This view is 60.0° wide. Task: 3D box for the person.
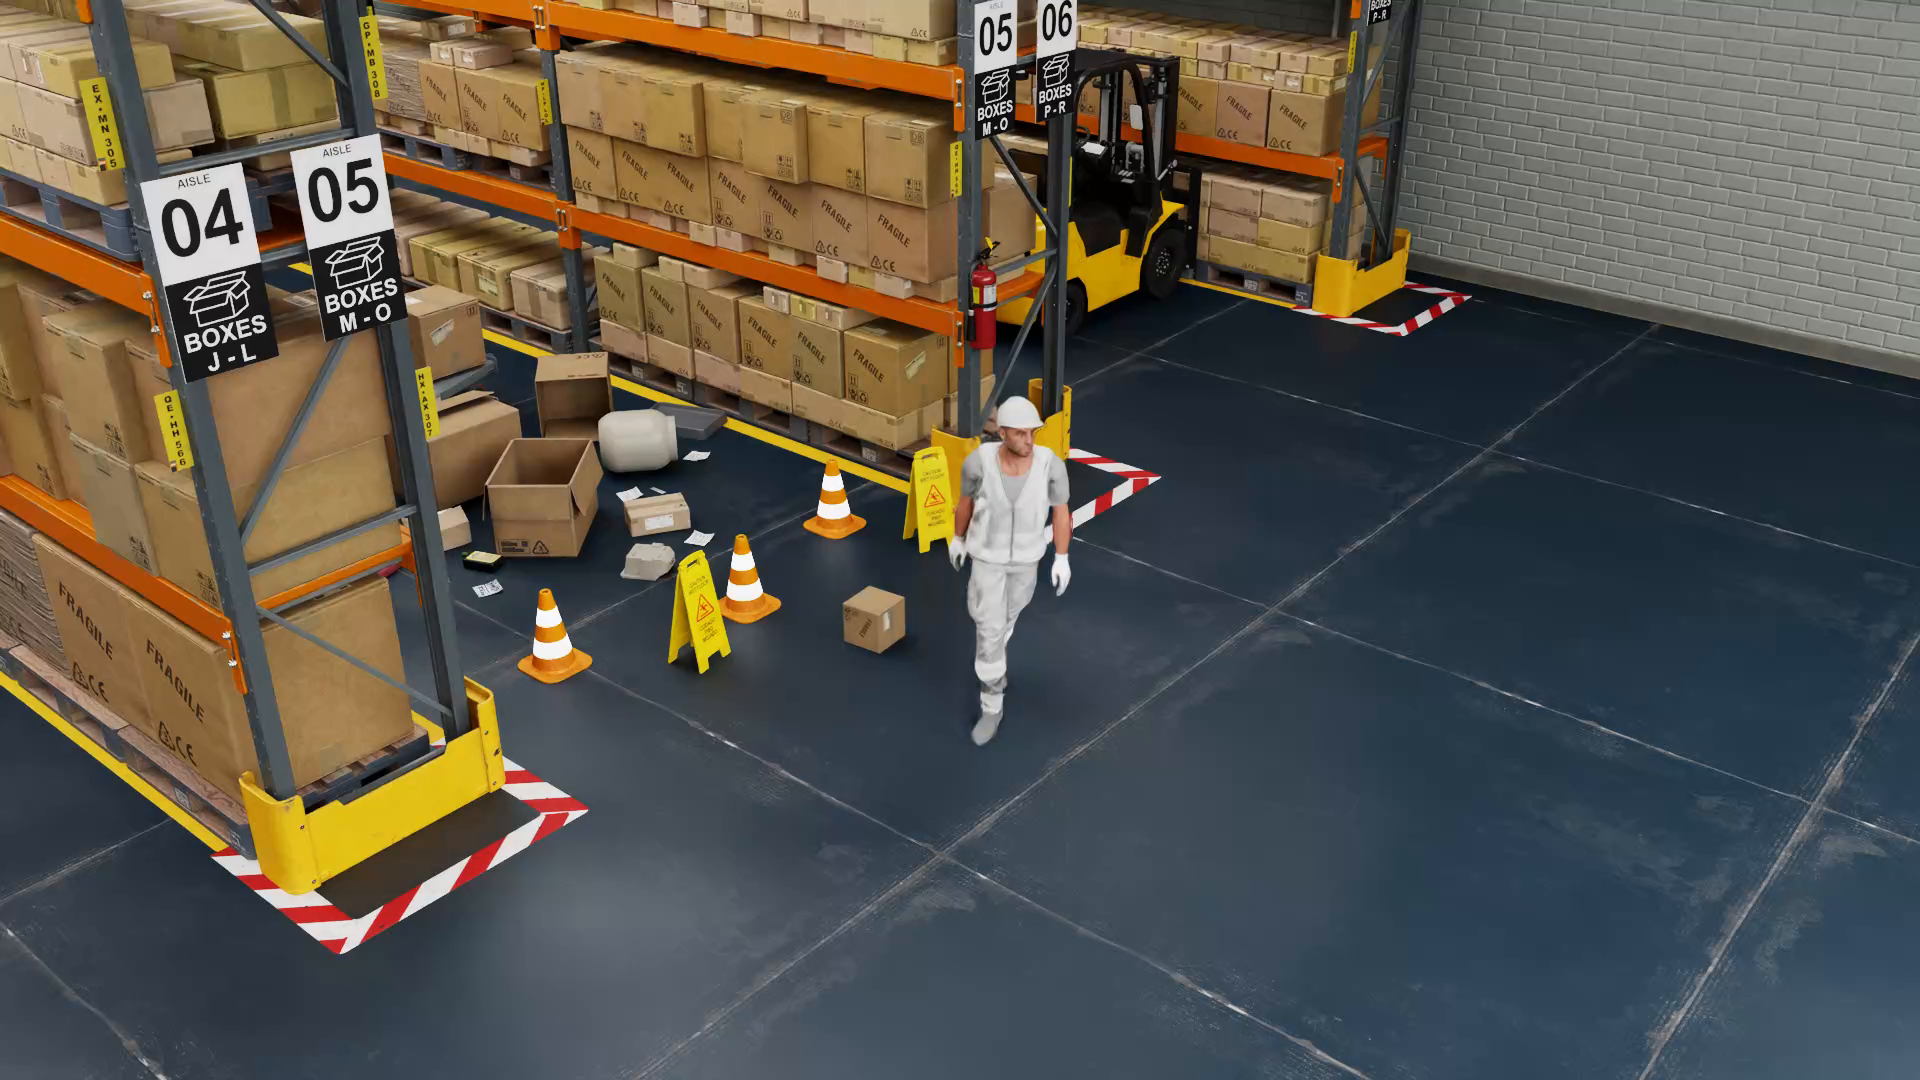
[{"bbox_3d":[0.250,0.088,8.436,0.568,1.821,0.701,-6,28,-11],"label":"person"}]
